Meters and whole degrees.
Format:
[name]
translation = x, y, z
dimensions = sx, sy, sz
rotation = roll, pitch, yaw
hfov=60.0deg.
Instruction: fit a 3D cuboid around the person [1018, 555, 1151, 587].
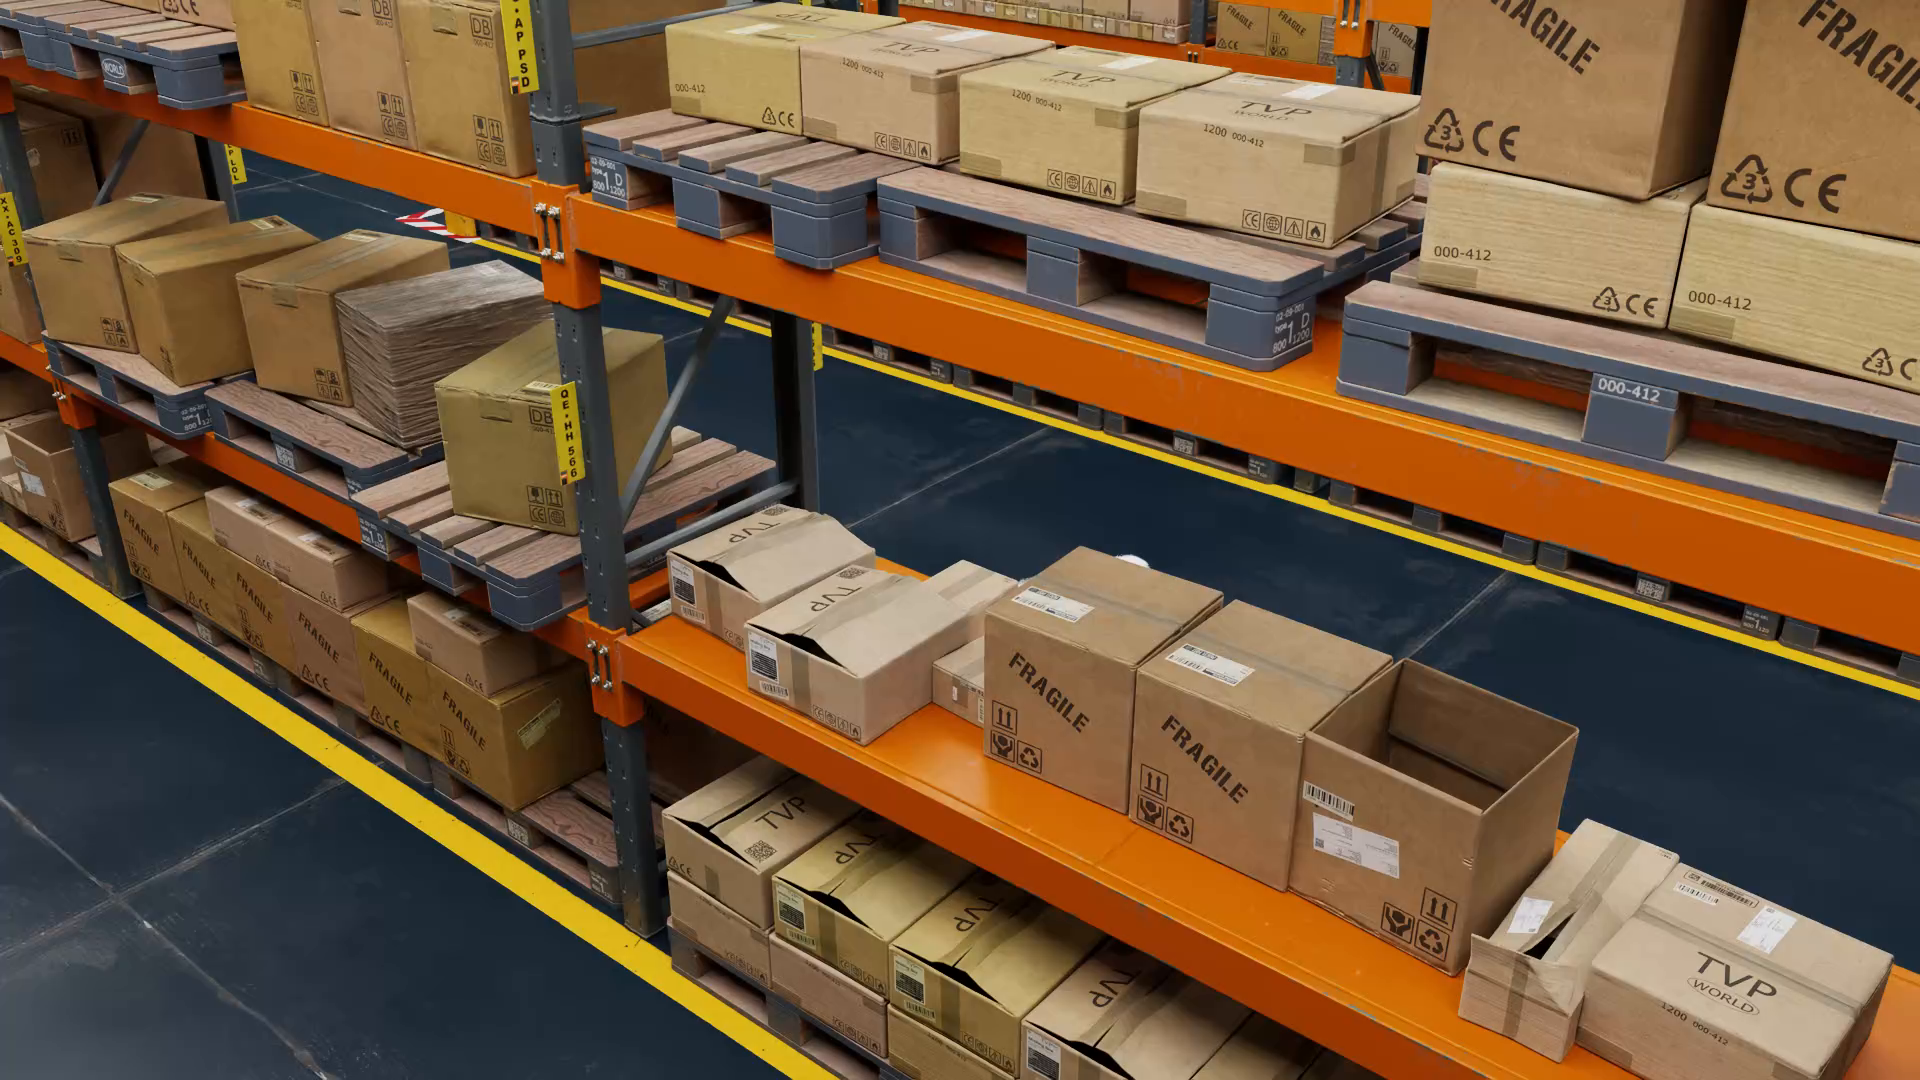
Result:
[person]
translation = 0.437, 0.456, 7.046
dimensions = 0.869, 1.016, 0.523
rotation = 20, 34, 34
